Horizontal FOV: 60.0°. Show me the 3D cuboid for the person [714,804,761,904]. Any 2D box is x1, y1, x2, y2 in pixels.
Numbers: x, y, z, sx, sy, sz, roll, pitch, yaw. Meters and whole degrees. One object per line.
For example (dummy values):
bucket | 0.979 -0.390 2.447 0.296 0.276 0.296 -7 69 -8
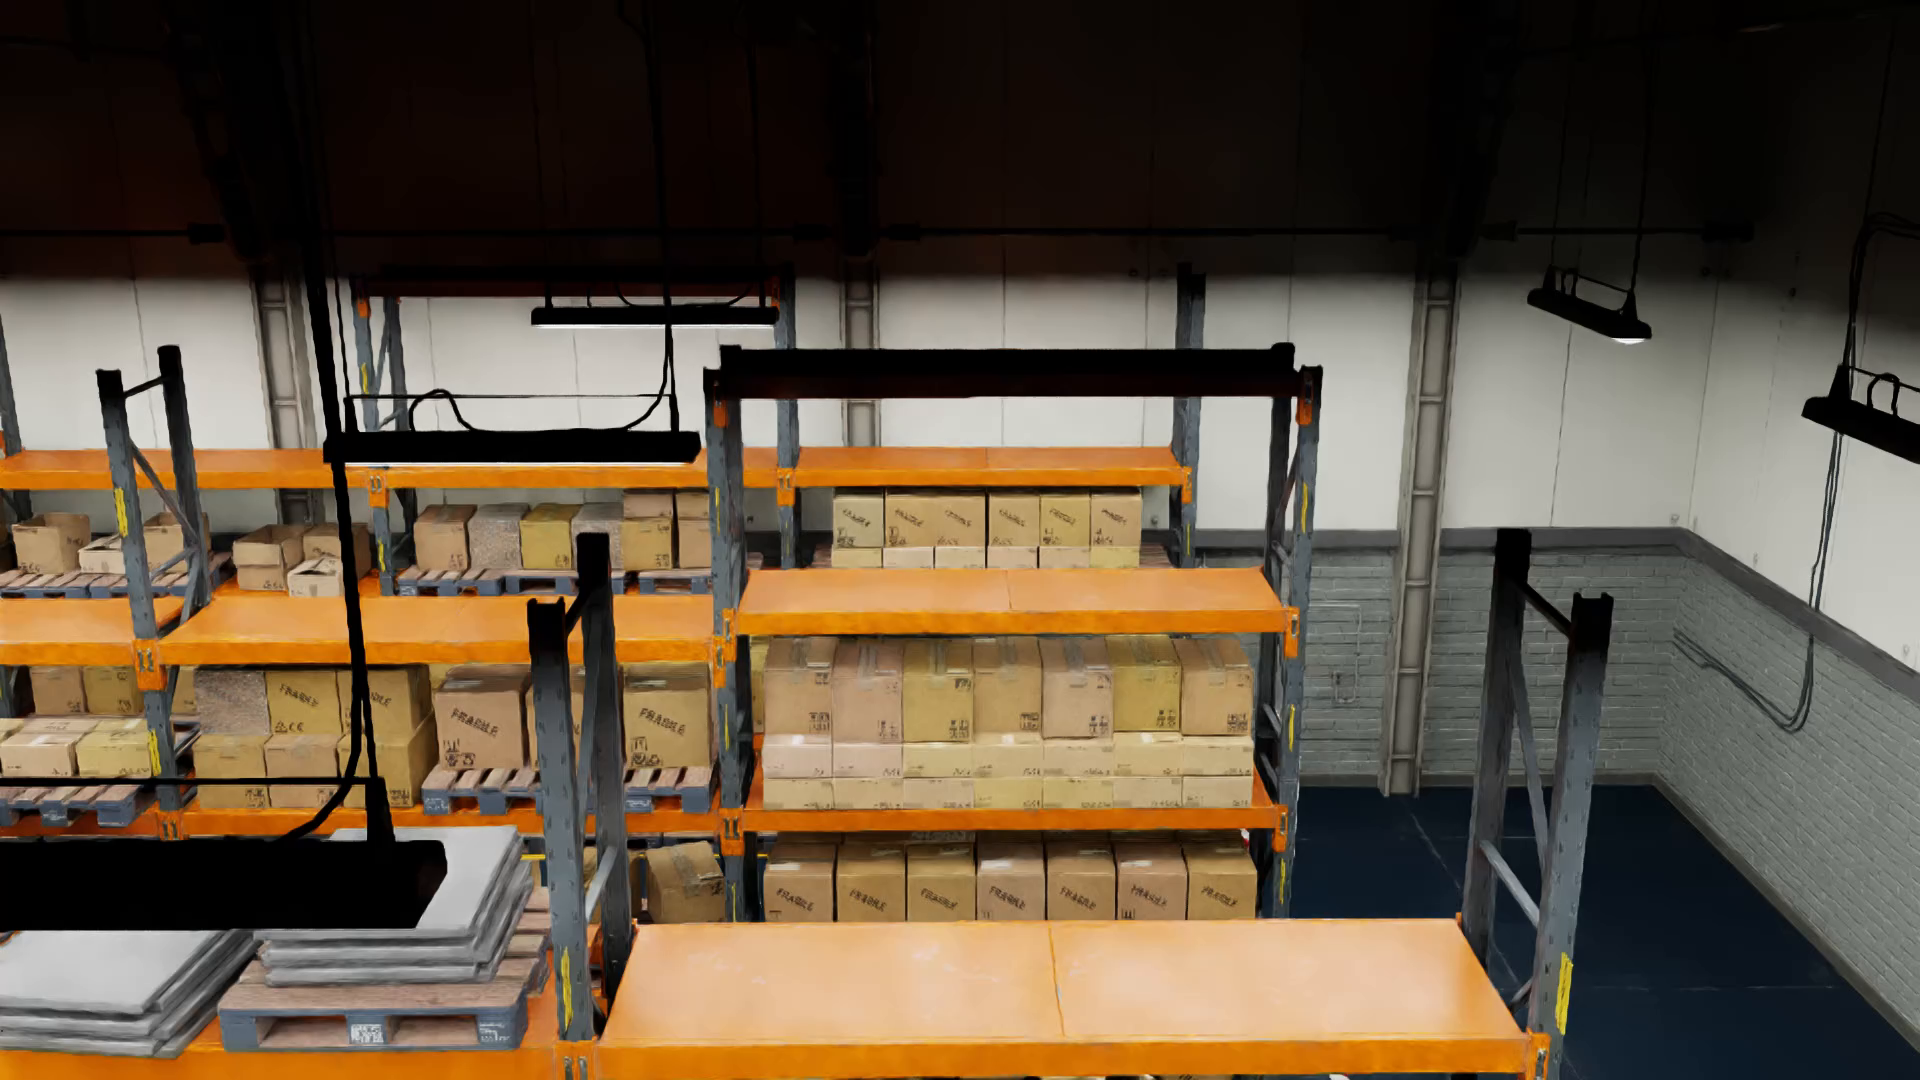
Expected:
person | -2.176 2.785 16.104 0.499 1.601 0.422 -5 17 -17
